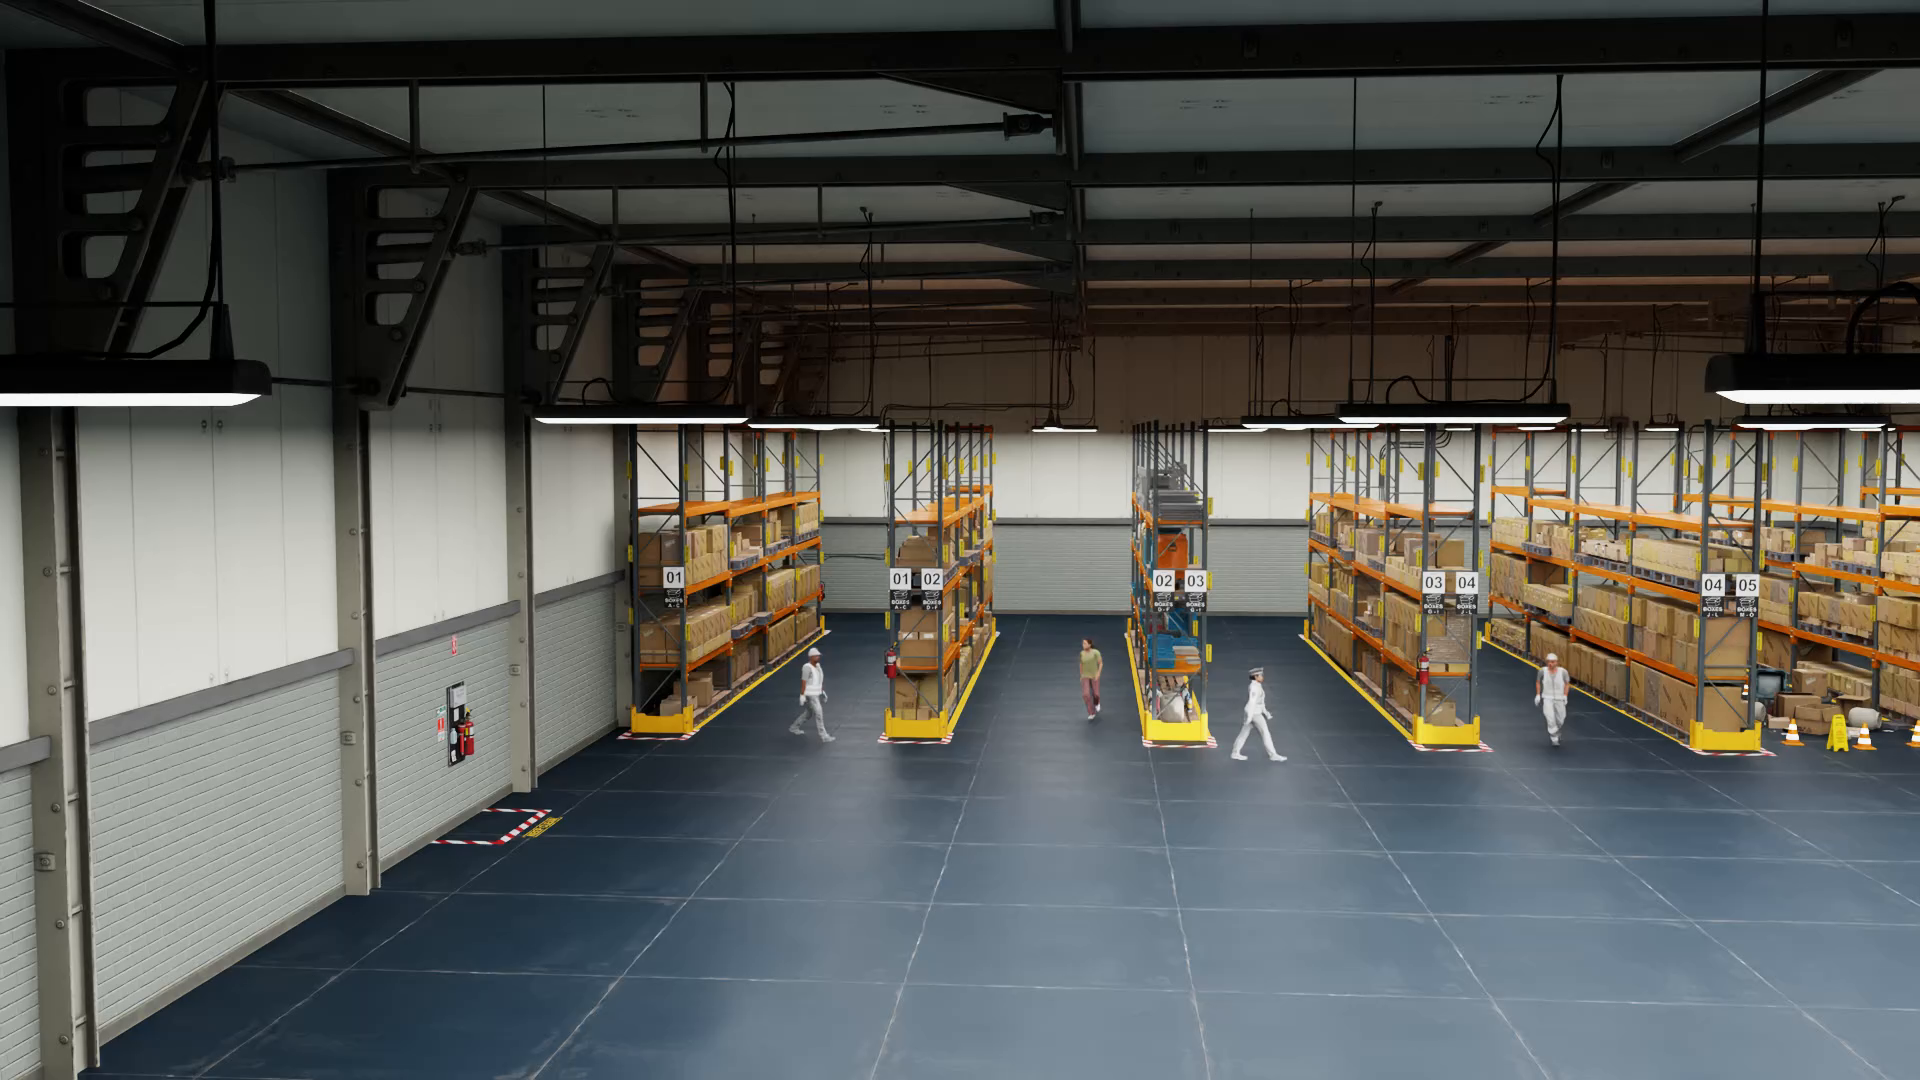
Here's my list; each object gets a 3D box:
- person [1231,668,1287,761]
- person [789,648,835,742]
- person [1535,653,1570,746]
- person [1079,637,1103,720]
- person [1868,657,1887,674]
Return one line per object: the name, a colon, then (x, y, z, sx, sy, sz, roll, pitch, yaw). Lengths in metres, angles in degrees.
person: (5.228, 3.042, 29.140, 0.932, 1.623, 0.483, 0, 4, -6)
person: (-2.759, 2.893, 31.188, 1.085, 1.732, 0.563, 1, 4, 18)
person: (10.977, 2.926, 30.834, 0.589, 1.699, 0.793, 1, 4, 14)
person: (2.648, 2.779, 33.667, 0.508, 1.643, 0.627, 1, 4, 18)
person: (21.887, 2.409, 39.581, 0.464, 1.731, 0.580, 0, 4, -3)
